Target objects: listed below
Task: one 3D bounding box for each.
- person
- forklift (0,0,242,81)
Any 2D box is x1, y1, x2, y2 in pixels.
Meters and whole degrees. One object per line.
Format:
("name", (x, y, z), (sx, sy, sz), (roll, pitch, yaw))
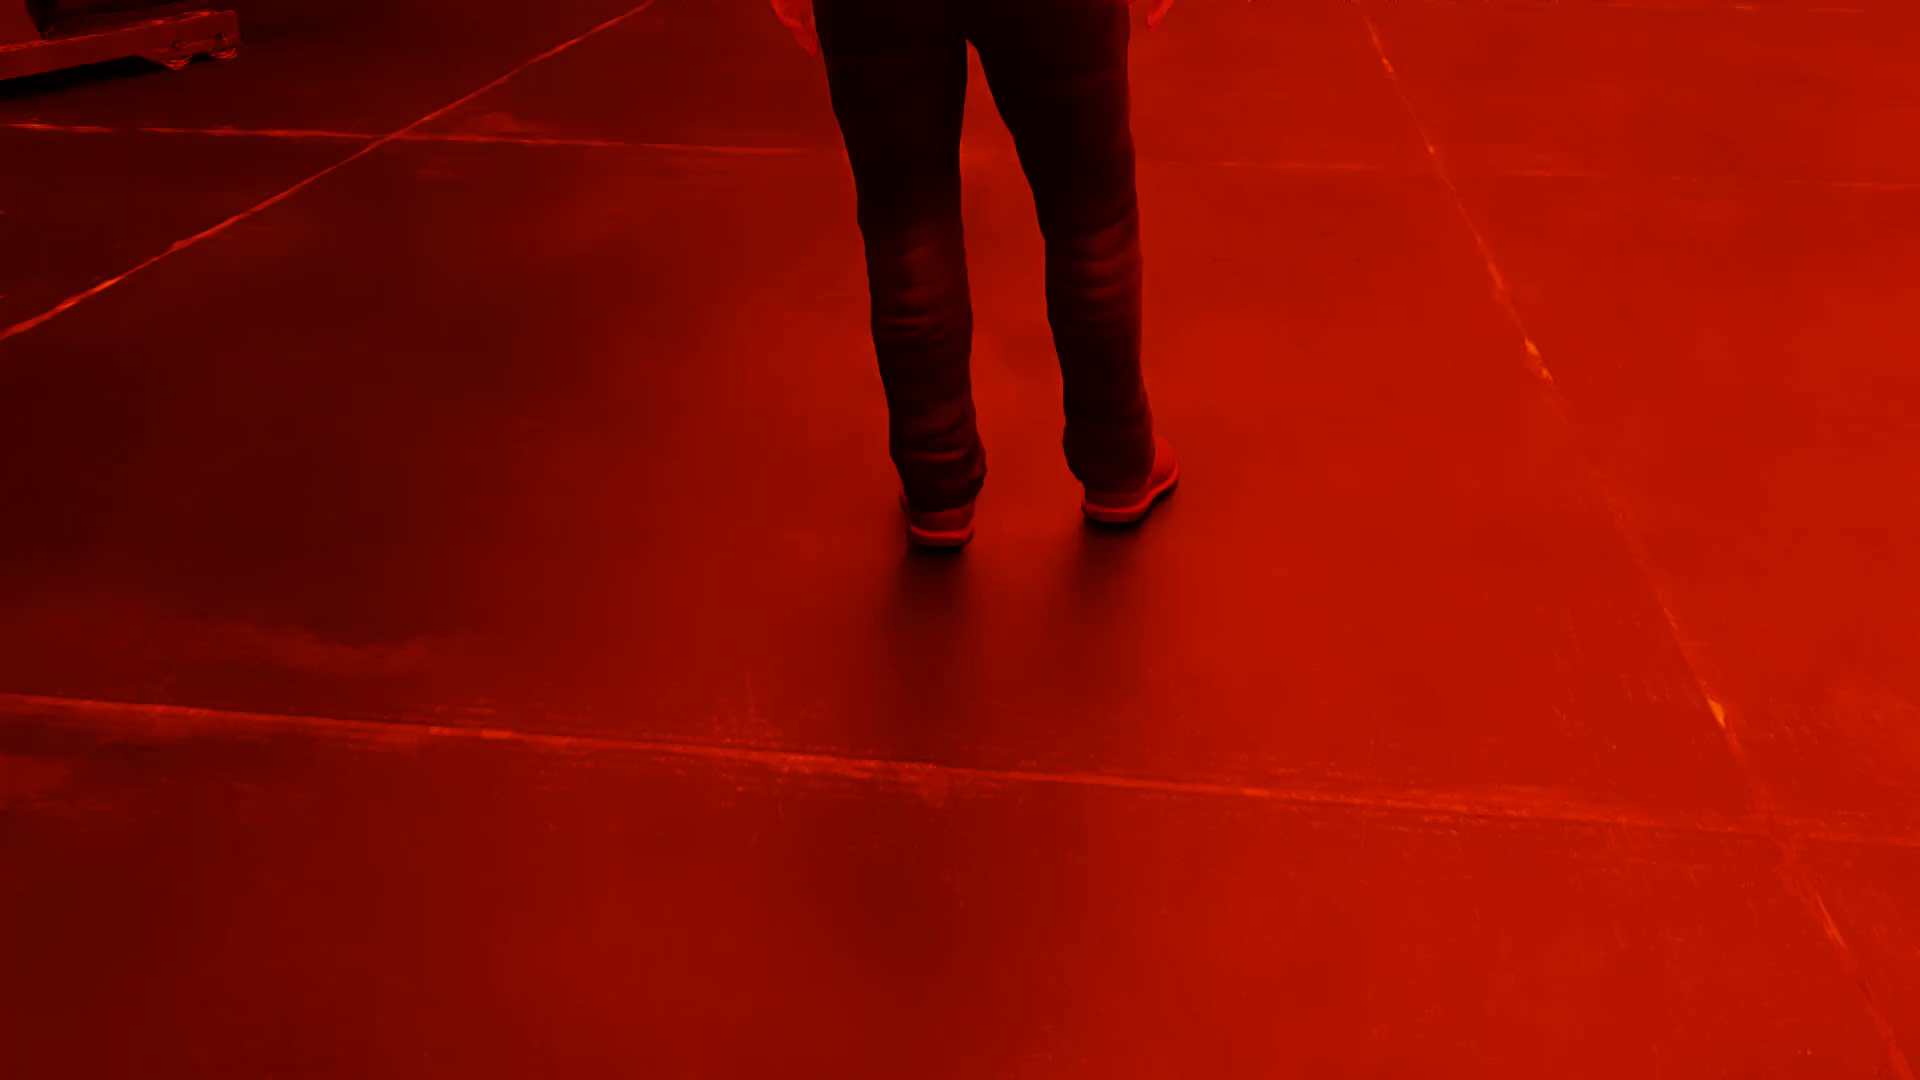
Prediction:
("person", (0.035, -0.782, 2.206), (0.599, 1.650, 0.502), (3, 27, 7))
("forklift", (-3.244, -3.039, 5.309), (1.130, 2.935, 3.031), (13, 29, 24))
